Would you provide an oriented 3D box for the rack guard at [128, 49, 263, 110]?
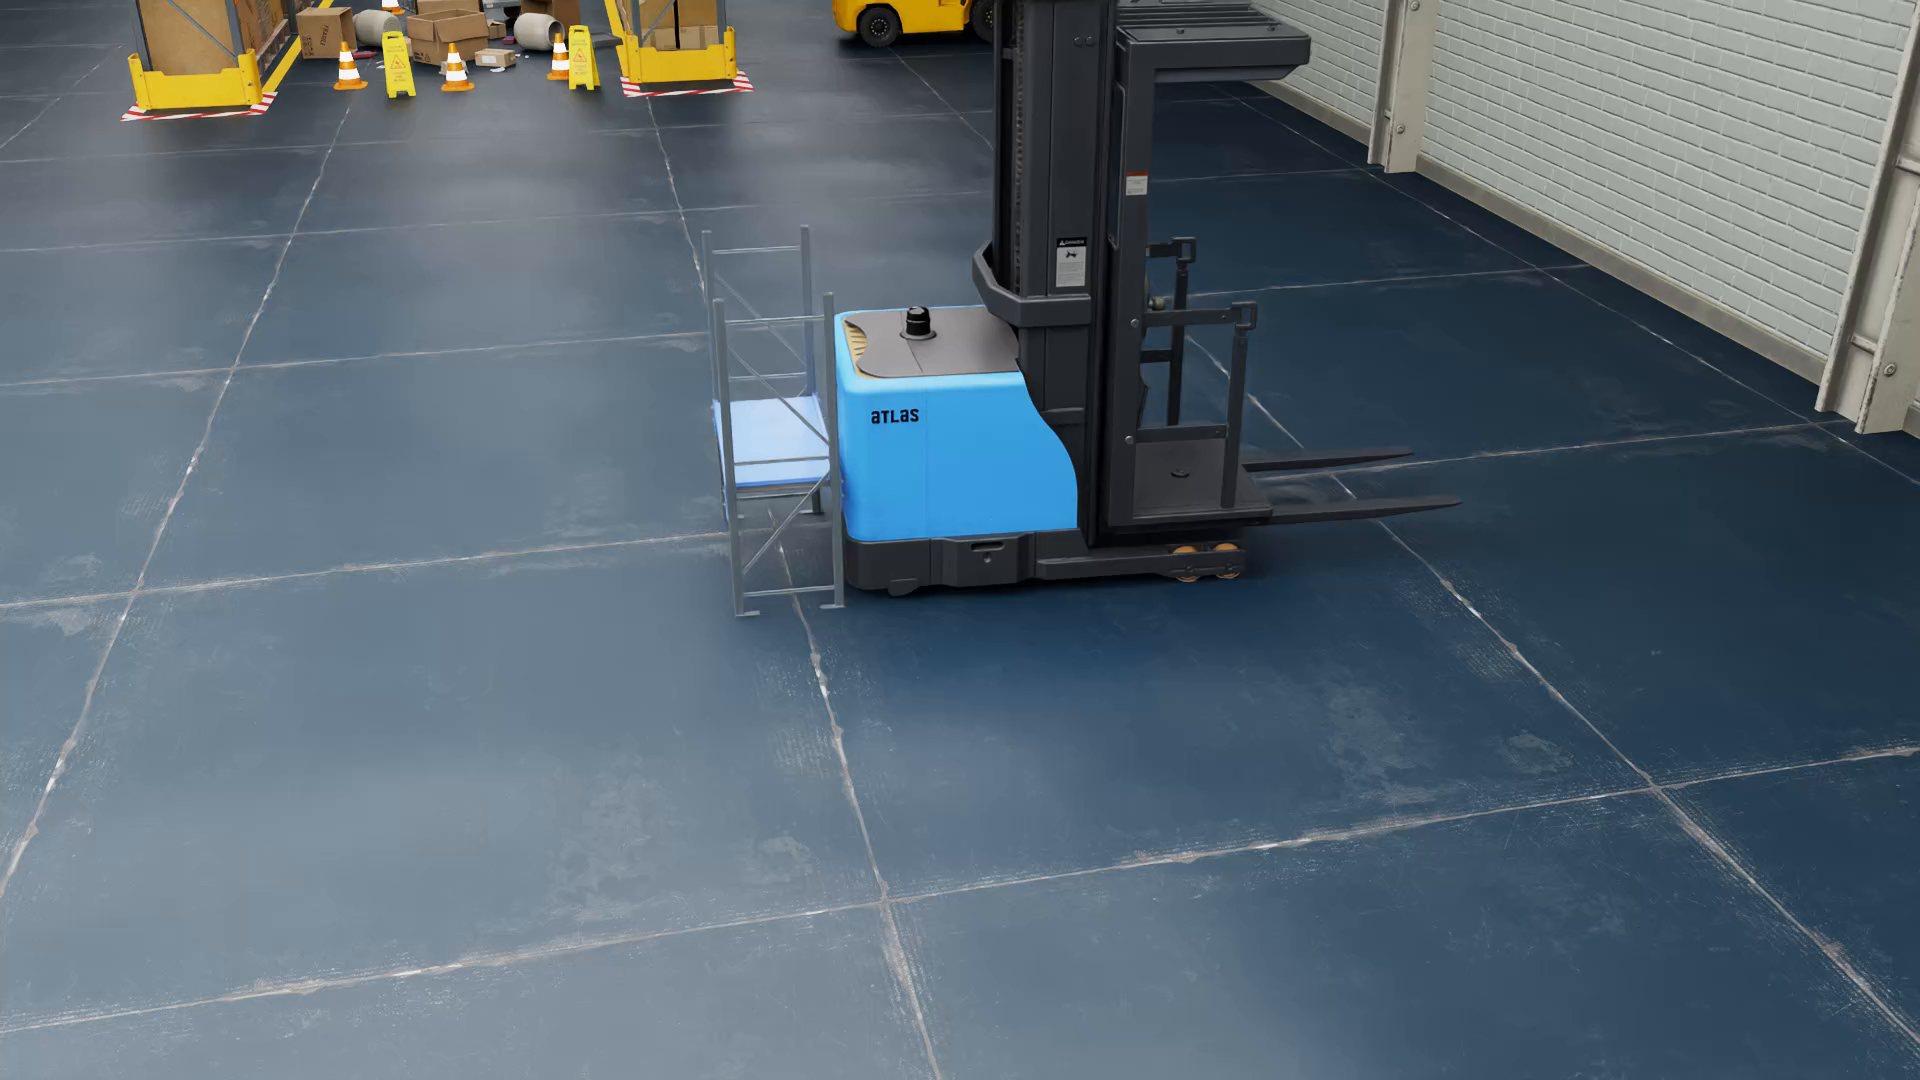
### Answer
[{"bbox_3d":[-7.836,-4.735,17.076,1.175,0.500,0.348,-6,27,-12],"label":"rack guard"}]

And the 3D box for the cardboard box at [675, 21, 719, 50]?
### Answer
[{"bbox_3d":[-2.954,-5.751,18.900,0.500,0.250,0.500,-6,27,-12],"label":"cardboard box"}]

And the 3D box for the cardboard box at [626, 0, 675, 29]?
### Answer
[{"bbox_3d":[-3.476,-6.028,18.618,0.500,0.500,0.500,-6,27,-11],"label":"cardboard box"}]

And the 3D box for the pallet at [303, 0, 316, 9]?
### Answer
[{"bbox_3d":[-9.268,-7.240,22.361,1.003,0.211,1.213,-6,27,-12],"label":"pallet"}]

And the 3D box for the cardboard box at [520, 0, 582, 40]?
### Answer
[{"bbox_3d":[-5.027,-6.441,20.454,0.500,0.500,0.500,13,30,24],"label":"cardboard box"}]

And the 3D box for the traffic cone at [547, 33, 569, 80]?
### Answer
[{"bbox_3d":[-4.395,-5.334,18.304,0.336,0.463,0.334,-6,27,-12],"label":"traffic cone"}]

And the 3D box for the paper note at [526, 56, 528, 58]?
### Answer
[{"bbox_3d":[-5.061,-5.650,19.432,0.032,0.001,0.123,-6,27,-12],"label":"paper note"}]

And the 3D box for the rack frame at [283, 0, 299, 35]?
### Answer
[{"bbox_3d":[-8.743,-7.617,20.013,1.000,3.000,0.127,-6,27,-12],"label":"rack frame"}]

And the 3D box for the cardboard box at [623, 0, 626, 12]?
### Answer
[{"bbox_3d":[-3.704,-6.479,19.512,0.500,0.500,0.500,-7,28,-13],"label":"cardboard box"}]

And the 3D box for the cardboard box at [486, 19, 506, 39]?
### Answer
[{"bbox_3d":[-5.850,-6.368,20.573,0.396,0.266,0.258,19,32,32],"label":"cardboard box"}]

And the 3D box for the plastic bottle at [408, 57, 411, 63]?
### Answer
[{"bbox_3d":[-6.441,-5.544,19.166,0.133,0.061,0.283,-16,31,-29],"label":"plastic bottle"}]

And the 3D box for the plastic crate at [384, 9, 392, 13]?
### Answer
[{"bbox_3d":[-7.427,-6.445,20.746,0.450,0.188,0.662,-2,25,20],"label":"plastic crate"}]

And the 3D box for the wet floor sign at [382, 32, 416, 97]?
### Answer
[{"bbox_3d":[-5.906,-4.999,17.438,0.267,0.644,0.232,-11,29,-20],"label":"wet floor sign"}]

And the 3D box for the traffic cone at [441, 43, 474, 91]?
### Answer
[{"bbox_3d":[-5.400,-5.072,17.785,0.336,0.463,0.334,-6,27,-12],"label":"traffic cone"}]

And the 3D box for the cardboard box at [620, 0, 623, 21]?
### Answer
[{"bbox_3d":[-3.942,-6.605,20.592,0.500,0.250,0.500,-4,27,-9],"label":"cardboard box"}]

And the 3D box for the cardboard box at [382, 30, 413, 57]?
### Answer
[{"bbox_3d":[-6.561,-5.829,19.505,0.396,0.266,0.258,-1,27,-3],"label":"cardboard box"}]

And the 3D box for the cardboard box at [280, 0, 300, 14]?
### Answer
[{"bbox_3d":[-8.970,-7.064,20.947,1.050,0.750,0.750,-6,27,-12],"label":"cardboard box"}]

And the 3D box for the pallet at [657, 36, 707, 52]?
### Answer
[{"bbox_3d":[-3.207,-5.557,19.026,1.003,0.211,1.213,-6,27,-12],"label":"pallet"}]

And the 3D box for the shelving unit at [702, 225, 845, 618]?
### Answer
[{"bbox_3d":[-0.869,-0.569,7.713,0.538,1.500,1.048,-5,27,-9],"label":"shelving unit"}]

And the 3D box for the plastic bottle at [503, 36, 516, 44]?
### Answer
[{"bbox_3d":[-5.479,-6.096,20.259,0.133,0.061,0.283,-1,27,-3],"label":"plastic bottle"}]

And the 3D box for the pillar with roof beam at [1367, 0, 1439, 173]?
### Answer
[{"bbox_3d":[-0.327,-6.918,11.970,9.100,9.000,0.400,-6,27,-12],"label":"pillar with roof beam"}]

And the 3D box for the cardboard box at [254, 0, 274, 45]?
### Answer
[{"bbox_3d":[-8.462,-6.178,19.053,0.875,0.875,0.875,-6,27,-11],"label":"cardboard box"}]

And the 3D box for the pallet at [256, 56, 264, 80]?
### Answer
[{"bbox_3d":[-8.098,-4.960,17.842,1.003,0.211,1.213,-6,27,-12],"label":"pallet"}]

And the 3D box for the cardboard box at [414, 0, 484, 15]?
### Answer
[{"bbox_3d":[-6.123,-6.278,19.980,0.797,0.637,0.503,-6,27,-12],"label":"cardboard box"}]

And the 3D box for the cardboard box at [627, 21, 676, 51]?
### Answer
[{"bbox_3d":[-3.491,-5.707,18.813,0.500,0.250,0.500,-6,27,-12],"label":"cardboard box"}]

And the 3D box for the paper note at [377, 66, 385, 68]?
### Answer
[{"bbox_3d":[-6.531,-5.378,18.873,0.144,0.017,0.142,3,27,6],"label":"paper note"}]

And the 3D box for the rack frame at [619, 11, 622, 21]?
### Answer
[{"bbox_3d":[-3.943,-8.165,21.097,1.000,3.000,0.127,-6,27,-12],"label":"rack frame"}]

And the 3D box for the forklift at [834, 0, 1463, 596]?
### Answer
[{"bbox_3d":[0.912,-1.342,7.656,3.031,2.935,1.130,-4,27,-8],"label":"forklift"}]

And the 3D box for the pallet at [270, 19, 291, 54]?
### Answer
[{"bbox_3d":[-8.648,-6.031,19.964,1.003,0.211,1.213,-6,27,-12],"label":"pallet"}]

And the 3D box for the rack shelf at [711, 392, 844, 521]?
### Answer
[{"bbox_3d":[-0.869,-0.409,7.794,0.538,0.185,1.000,-5,27,-9],"label":"rack shelf"}]

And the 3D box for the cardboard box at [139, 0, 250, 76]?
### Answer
[{"bbox_3d":[-8.058,-5.391,17.495,0.875,0.875,0.875,-6,27,-11],"label":"cardboard box"}]

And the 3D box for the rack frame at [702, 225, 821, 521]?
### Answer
[{"bbox_3d":[-0.961,-0.795,8.160,0.500,1.500,0.032,-5,27,-9],"label":"rack frame"}]

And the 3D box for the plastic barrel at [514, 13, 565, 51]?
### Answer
[{"bbox_3d":[-4.982,-6.011,19.690,0.512,0.421,0.421,13,30,24],"label":"plastic barrel"}]

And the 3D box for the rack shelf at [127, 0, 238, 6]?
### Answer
[{"bbox_3d":[-8.292,-6.418,18.436,1.077,0.370,4.000,-6,27,-12],"label":"rack shelf"}]

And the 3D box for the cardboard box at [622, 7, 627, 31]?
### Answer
[{"bbox_3d":[-3.718,-6.153,19.698,0.500,0.250,0.500,-7,28,-13],"label":"cardboard box"}]

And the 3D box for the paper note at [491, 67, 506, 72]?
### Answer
[{"bbox_3d":[-5.194,-5.296,18.708,0.148,0.019,0.142,-16,31,-29],"label":"paper note"}]
